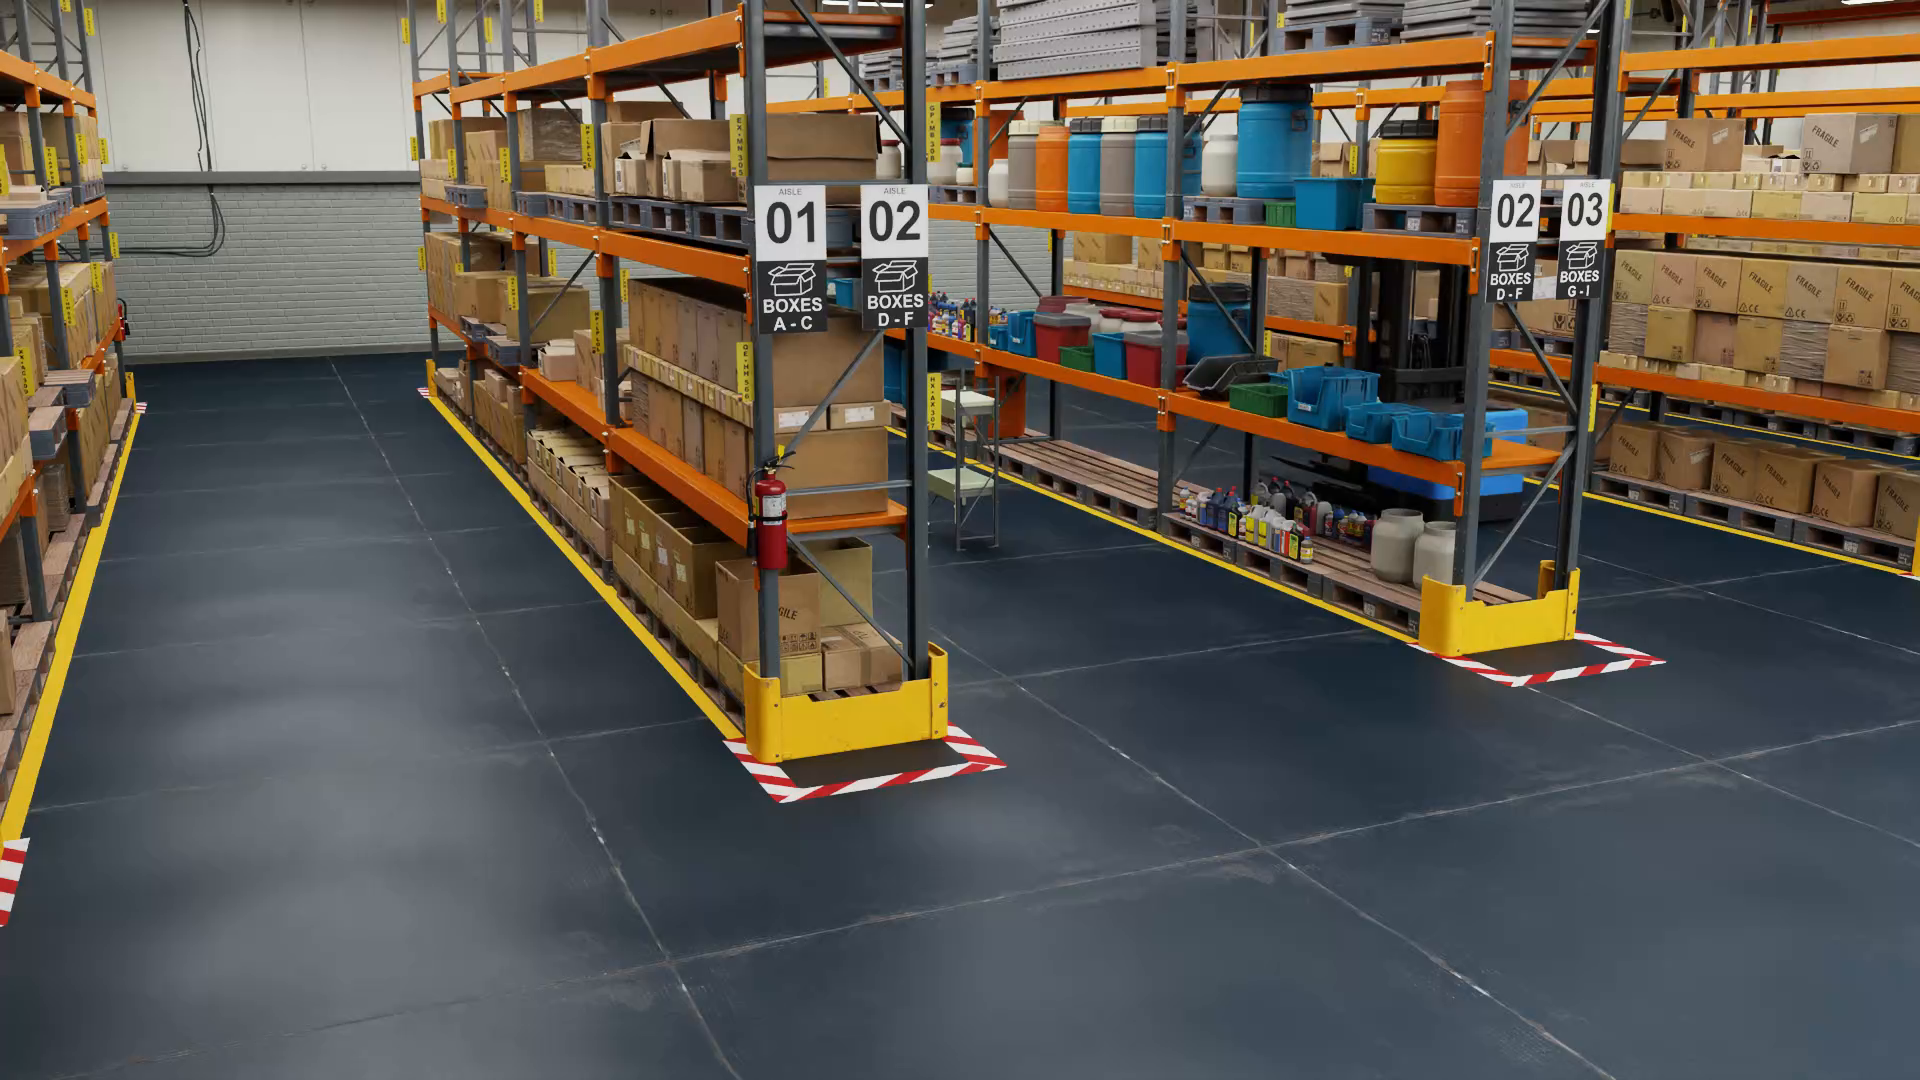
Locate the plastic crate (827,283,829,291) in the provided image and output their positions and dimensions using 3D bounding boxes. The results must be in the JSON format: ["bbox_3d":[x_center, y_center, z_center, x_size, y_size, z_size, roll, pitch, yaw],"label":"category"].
[{"bbox_3d":[-2.091,-3.571,23.885,0.416,0.233,0.300,-6,14,-23],"label":"plastic crate"}]

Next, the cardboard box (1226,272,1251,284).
[{"bbox_3d":[3.962,-3.383,22.613,0.500,0.500,0.500,-6,14,-24],"label":"cardboard box"}]

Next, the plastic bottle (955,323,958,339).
[{"bbox_3d":[-0.006,-2.407,19.057,0.097,0.201,0.097,0,13,0],"label":"plastic bottle"}]

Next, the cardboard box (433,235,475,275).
[{"bbox_3d":[-6.728,-3.801,22.200,0.500,0.500,0.500,-5,14,-22],"label":"cardboard box"}]

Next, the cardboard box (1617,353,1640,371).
[{"bbox_3d":[6.708,-1.760,16.377,0.380,0.149,0.250,-6,14,-23],"label":"cardboard box"}]

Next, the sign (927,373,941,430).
[{"bbox_3d":[-0.156,-0.795,9.558,0.100,0.325,0.005,-6,14,-23],"label":"sign"}]

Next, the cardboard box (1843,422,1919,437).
[{"bbox_3d":[11.063,-1.662,19.457,1.050,0.750,0.750,-6,14,-23],"label":"cardboard box"}]

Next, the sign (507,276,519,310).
[{"bbox_3d":[-4.365,-2.413,16.252,0.100,0.325,0.005,-6,14,-23],"label":"sign"}]

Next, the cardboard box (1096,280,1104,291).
[{"bbox_3d":[2.359,-3.995,26.034,0.380,0.149,0.250,-6,14,-24],"label":"cardboard box"}]

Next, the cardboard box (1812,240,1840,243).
[{"bbox_3d":[13.434,-4.555,25.461,0.500,0.500,0.500,-6,14,-23],"label":"cardboard box"}]

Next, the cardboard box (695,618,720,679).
[{"bbox_3d":[-1.364,0.663,10.521,0.500,0.250,0.500,-6,14,-23],"label":"cardboard box"}]

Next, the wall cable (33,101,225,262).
[{"bbox_3d":[-13.552,-5.754,26.661,3.097,2.526,0.112,-6,14,-23],"label":"wall cable"}]

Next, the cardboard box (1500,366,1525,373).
[{"bbox_3d":[8.456,-2.787,24.873,0.500,0.500,0.500,-5,14,-20],"label":"cardboard box"}]

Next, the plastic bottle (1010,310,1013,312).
[{"bbox_3d":[0.594,-2.575,19.600,0.061,0.283,0.133,-6,14,-23],"label":"plastic bottle"}]

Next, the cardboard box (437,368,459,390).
[{"bbox_3d":[-6.918,-2.225,22.954,0.500,0.250,0.500,-6,14,-23],"label":"cardboard box"}]

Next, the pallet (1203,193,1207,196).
[{"bbox_3d":[4.017,-4.842,22.912,0.805,0.209,1.217,-6,14,-25],"label":"pallet"}]

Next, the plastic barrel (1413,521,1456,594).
[{"bbox_3d":[3.540,0.146,12.173,0.421,0.512,0.421,0,13,0],"label":"plastic barrel"}]

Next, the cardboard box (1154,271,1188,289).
[{"bbox_3d":[3.187,-3.799,24.303,0.500,0.250,0.500,-6,14,-24],"label":"cardboard box"}]

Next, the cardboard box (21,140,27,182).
[{"bbox_3d":[-8.916,-3.415,15.121,0.700,0.500,0.500,-6,15,-26],"label":"cardboard box"}]

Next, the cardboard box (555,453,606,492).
[{"bbox_3d":[-3.304,-0.623,14.831,0.500,0.311,0.500,-6,14,-24],"label":"cardboard box"}]

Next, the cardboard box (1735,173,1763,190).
[{"bbox_3d":[7.214,-3.228,14.960,0.380,0.149,0.250,-6,14,-24],"label":"cardboard box"}]

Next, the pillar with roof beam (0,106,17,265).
[{"bbox_3d":[-9.543,-6.935,24.875,9.100,9.000,0.400,-6,14,-23],"label":"pillar with roof beam"}]

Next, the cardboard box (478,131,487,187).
[{"bbox_3d":[-5.051,-4.282,18.691,0.600,0.600,0.600,-6,14,-24],"label":"cardboard box"}]

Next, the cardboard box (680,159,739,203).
[{"bbox_3d":[-1.370,-2.161,9.993,0.500,0.250,0.500,-6,14,-23],"label":"cardboard box"}]

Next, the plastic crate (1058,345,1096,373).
[{"bbox_3d":[1.315,-1.790,16.422,0.450,0.188,0.662,-6,14,-23],"label":"plastic crate"}]

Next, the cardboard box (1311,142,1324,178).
[{"bbox_3d":[4.470,-4.837,21.313,0.500,0.500,0.500,-5,14,-20],"label":"cardboard box"}]

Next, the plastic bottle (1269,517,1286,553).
[{"bbox_3d":[2.605,-0.043,13.468,0.152,0.276,0.135,-6,14,-25],"label":"plastic bottle"}]

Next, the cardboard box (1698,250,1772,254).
[{"bbox_3d":[7.443,-2.516,15.989,0.500,0.500,0.500,-6,14,-23],"label":"cardboard box"}]

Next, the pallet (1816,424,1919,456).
[{"bbox_3d":[11.016,-1.228,19.705,1.003,0.211,1.213,-6,14,-23],"label":"pallet"}]

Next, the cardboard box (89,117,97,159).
[{"bbox_3d":[-10.880,-4.919,20.337,0.500,0.500,0.500,-5,14,-21],"label":"cardboard box"}]

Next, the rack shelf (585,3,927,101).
[{"bbox_3d":[-1.468,-3.077,10.688,1.077,0.370,4.000,-6,14,-23],"label":"rack shelf"}]

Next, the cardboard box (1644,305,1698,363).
[{"bbox_3d":[7.101,-1.995,15.956,0.875,0.500,0.500,-6,14,-23],"label":"cardboard box"}]

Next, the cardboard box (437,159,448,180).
[{"bbox_3d":[-6.313,-4.680,21.010,0.500,0.250,0.500,-6,14,-23],"label":"cardboard box"}]

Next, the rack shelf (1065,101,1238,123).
[{"bbox_3d":[2.804,-6.450,25.263,1.077,0.370,4.000,-6,14,-23],"label":"rack shelf"}]

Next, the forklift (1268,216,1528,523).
[{"bbox_3d":[4.204,-1.840,16.321,1.130,2.935,3.031,-6,14,-23],"label":"forklift"}]

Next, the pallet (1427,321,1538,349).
[{"bbox_3d":[6.037,-2.334,18.727,1.003,0.211,1.213,-6,14,-23],"label":"pallet"}]

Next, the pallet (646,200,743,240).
[{"bbox_3d":[-1.419,-2.105,10.857,1.003,0.211,1.213,-6,14,-23],"label":"pallet"}]

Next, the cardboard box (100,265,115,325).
[{"bbox_3d":[-11.098,-3.036,20.669,0.980,0.700,0.700,-6,14,-23],"label":"cardboard box"}]

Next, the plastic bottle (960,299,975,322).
[{"bbox_3d":[0.090,-2.758,20.245,0.144,0.351,0.185,-6,14,-23],"label":"plastic bottle"}]

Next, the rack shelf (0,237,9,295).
[{"bbox_3d":[-6.005,-1.362,9.045,1.077,0.370,4.000,-6,14,-23],"label":"rack shelf"}]

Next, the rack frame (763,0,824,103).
[{"bbox_3d":[-2.536,-6.961,24.989,1.000,3.000,0.127,-6,14,-23],"label":"rack frame"}]

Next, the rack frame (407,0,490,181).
[{"bbox_3d":[-7.076,-6.514,23.059,1.000,3.000,0.127,-6,14,-23],"label":"rack frame"}]

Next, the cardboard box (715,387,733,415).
[{"bbox_3d":[-1.302,-0.871,10.322,0.380,0.149,0.250,-5,14,-22],"label":"cardboard box"}]

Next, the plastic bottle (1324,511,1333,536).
[{"bbox_3d":[3.133,-0.141,14.056,0.097,0.201,0.097,0,13,0],"label":"plastic bottle"}]

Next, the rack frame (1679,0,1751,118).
[{"bbox_3d":[9.792,-6.183,21.626,1.000,3.000,0.127,-6,14,-23],"label":"rack frame"}]

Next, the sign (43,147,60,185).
[{"bbox_3d":[-7.911,-3.252,14.471,0.100,0.325,0.005,-6,14,-23],"label":"sign"}]

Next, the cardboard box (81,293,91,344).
[{"bbox_3d":[-9.188,-2.239,16.964,0.500,0.500,0.500,-6,14,-23],"label":"cardboard box"}]

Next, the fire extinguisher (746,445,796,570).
[{"bbox_3d":[-1.045,-0.182,9.175,0.296,0.674,0.183,-6,14,-23],"label":"fire extinguisher"}]

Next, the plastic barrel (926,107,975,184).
[{"bbox_3d":[-0.110,-4.783,20.189,0.600,0.901,0.708,-6,14,-23],"label":"plastic barrel"}]

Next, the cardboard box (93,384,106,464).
[{"bbox_3d":[-9.273,-1.168,17.102,0.750,0.750,0.750,-5,14,-21],"label":"cardboard box"}]

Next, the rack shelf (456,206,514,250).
[{"bbox_3d":[-4.672,-3.463,18.122,1.077,0.370,4.000,-6,14,-23],"label":"rack shelf"}]

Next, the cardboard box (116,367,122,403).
[{"bbox_3d":[-11.241,-1.995,21.448,0.700,0.500,0.500,-6,14,-23],"label":"cardboard box"}]

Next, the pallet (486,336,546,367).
[{"bbox_3d":[-4.207,-1.979,17.194,1.213,0.211,1.003,-6,14,-23],"label":"pallet"}]

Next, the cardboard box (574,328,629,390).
[{"bbox_3d":[-3.184,-1.642,15.091,0.500,0.500,0.500,-6,15,-26],"label":"cardboard box"}]

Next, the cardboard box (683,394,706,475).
[{"bbox_3d":[-1.465,-0.752,11.244,0.700,0.500,0.500,-5,14,-21],"label":"cardboard box"}]

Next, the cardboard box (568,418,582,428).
[{"bbox_3d":[-3.792,-1.055,17.344,0.500,0.500,0.500,-5,14,-21],"label":"cardboard box"}]

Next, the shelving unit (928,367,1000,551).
[{"bbox_3d":[0.003,-0.729,14.695,0.431,1.500,0.755,-6,14,-23],"label":"shelving unit"}]

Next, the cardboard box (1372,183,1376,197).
[{"bbox_3d":[5.162,-4.101,19.617,0.500,0.250,0.500,-5,14,-22],"label":"cardboard box"}]
